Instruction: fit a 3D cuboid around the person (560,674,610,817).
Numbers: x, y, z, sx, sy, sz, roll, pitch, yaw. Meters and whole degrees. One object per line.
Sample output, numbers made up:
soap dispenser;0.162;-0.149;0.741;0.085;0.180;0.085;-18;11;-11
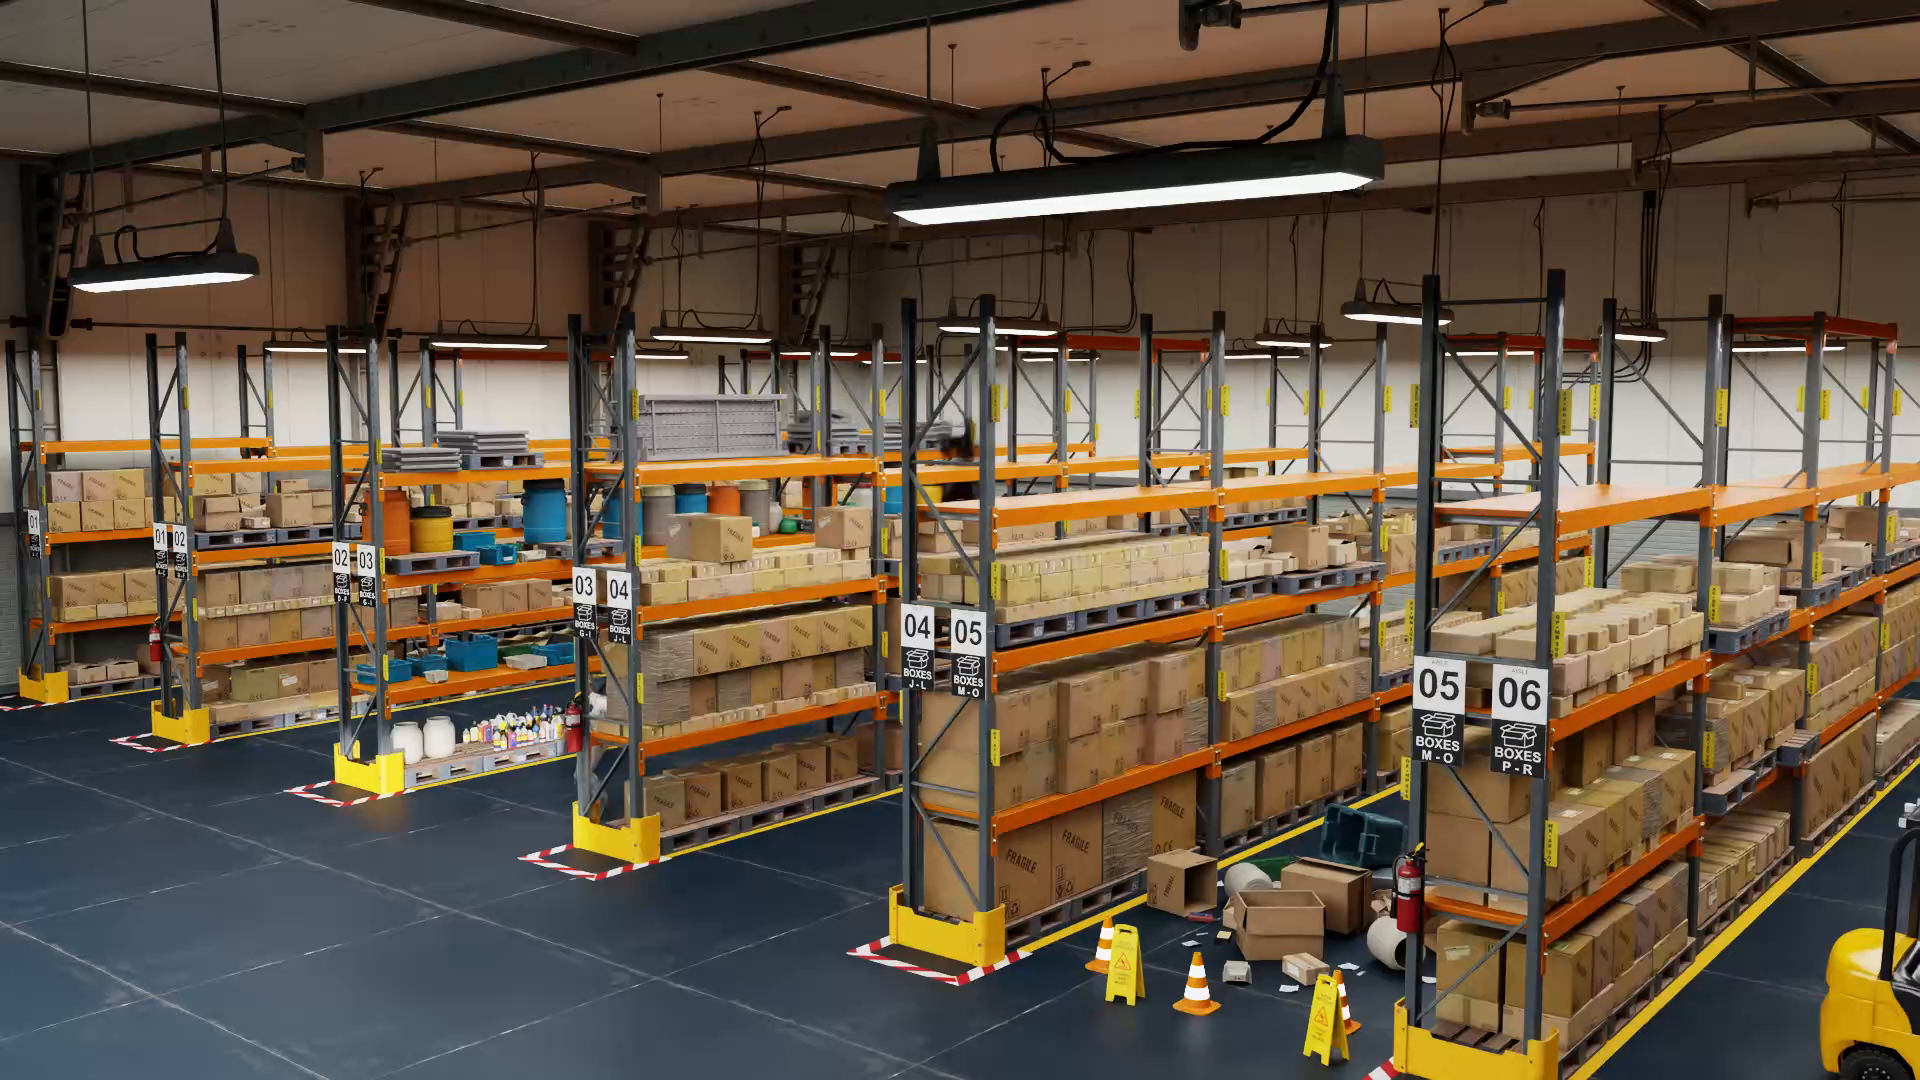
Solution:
person;-4.503;2.492;20.115;0.681;1.811;0.699;4;7;39

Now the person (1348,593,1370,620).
person;7.153;1.708;29.398;0.655;1.648;0.725;1;5;15
